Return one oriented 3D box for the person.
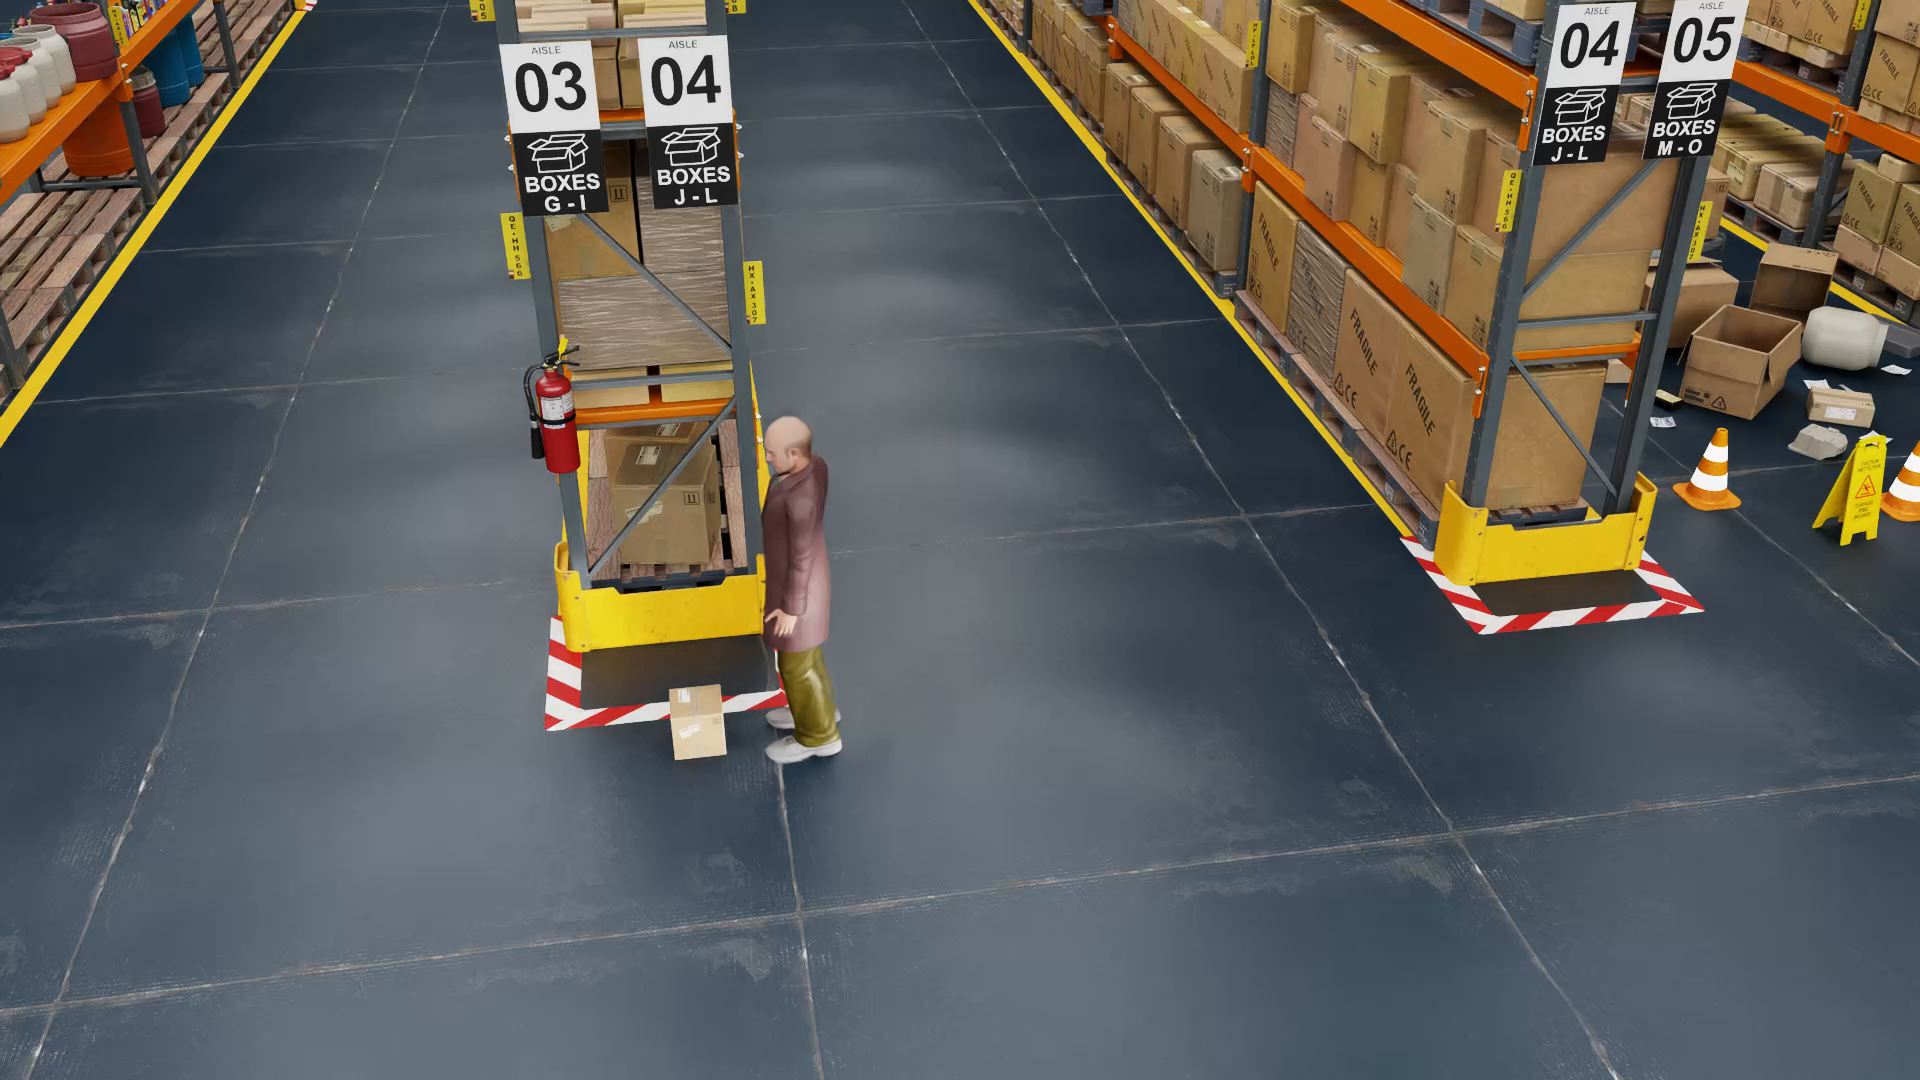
[{"bbox_3d":[-0.774,0.243,7.784,0.397,1.745,0.578,-2,30,-3],"label":"person"}]
